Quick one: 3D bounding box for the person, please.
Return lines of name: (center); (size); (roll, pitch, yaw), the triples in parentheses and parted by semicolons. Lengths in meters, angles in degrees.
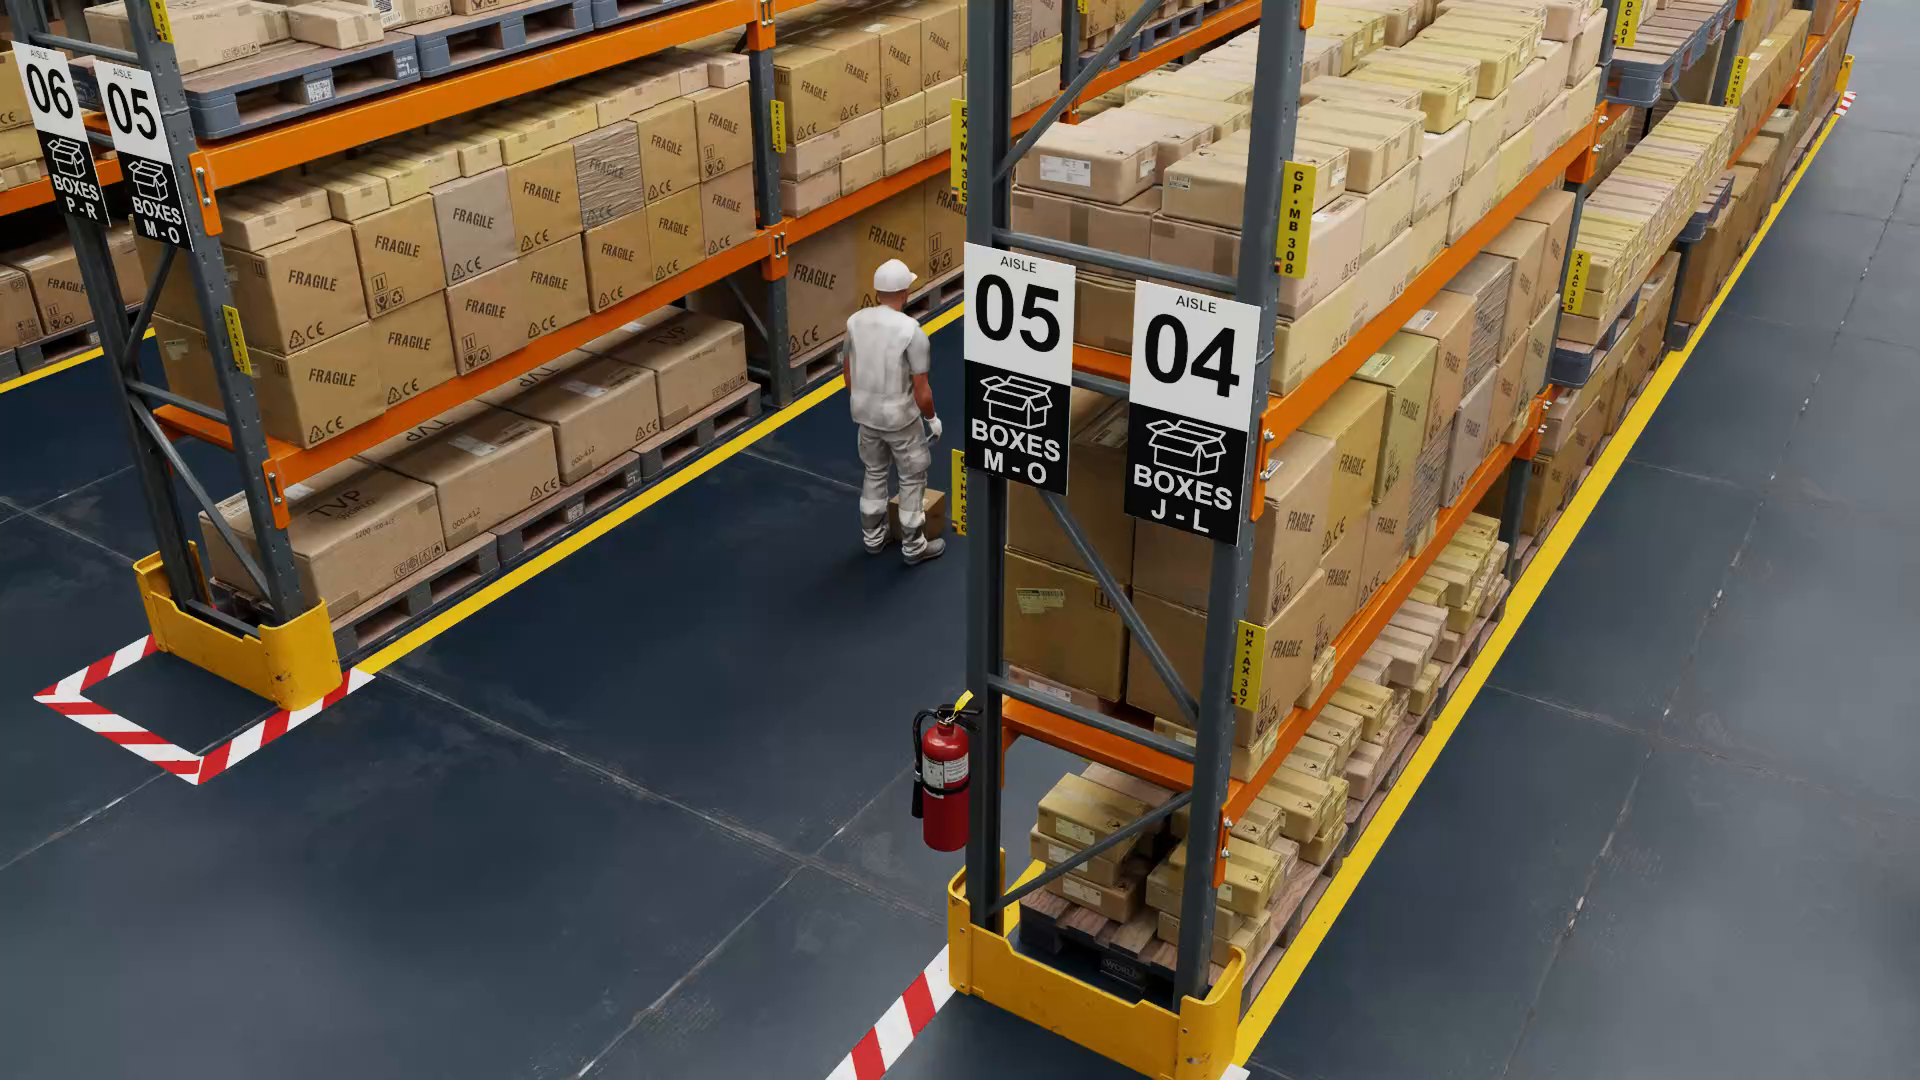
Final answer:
person: (-0.380, -0.709, 9.396); (0.609, 1.777, 0.448); (18, 35, 28)
